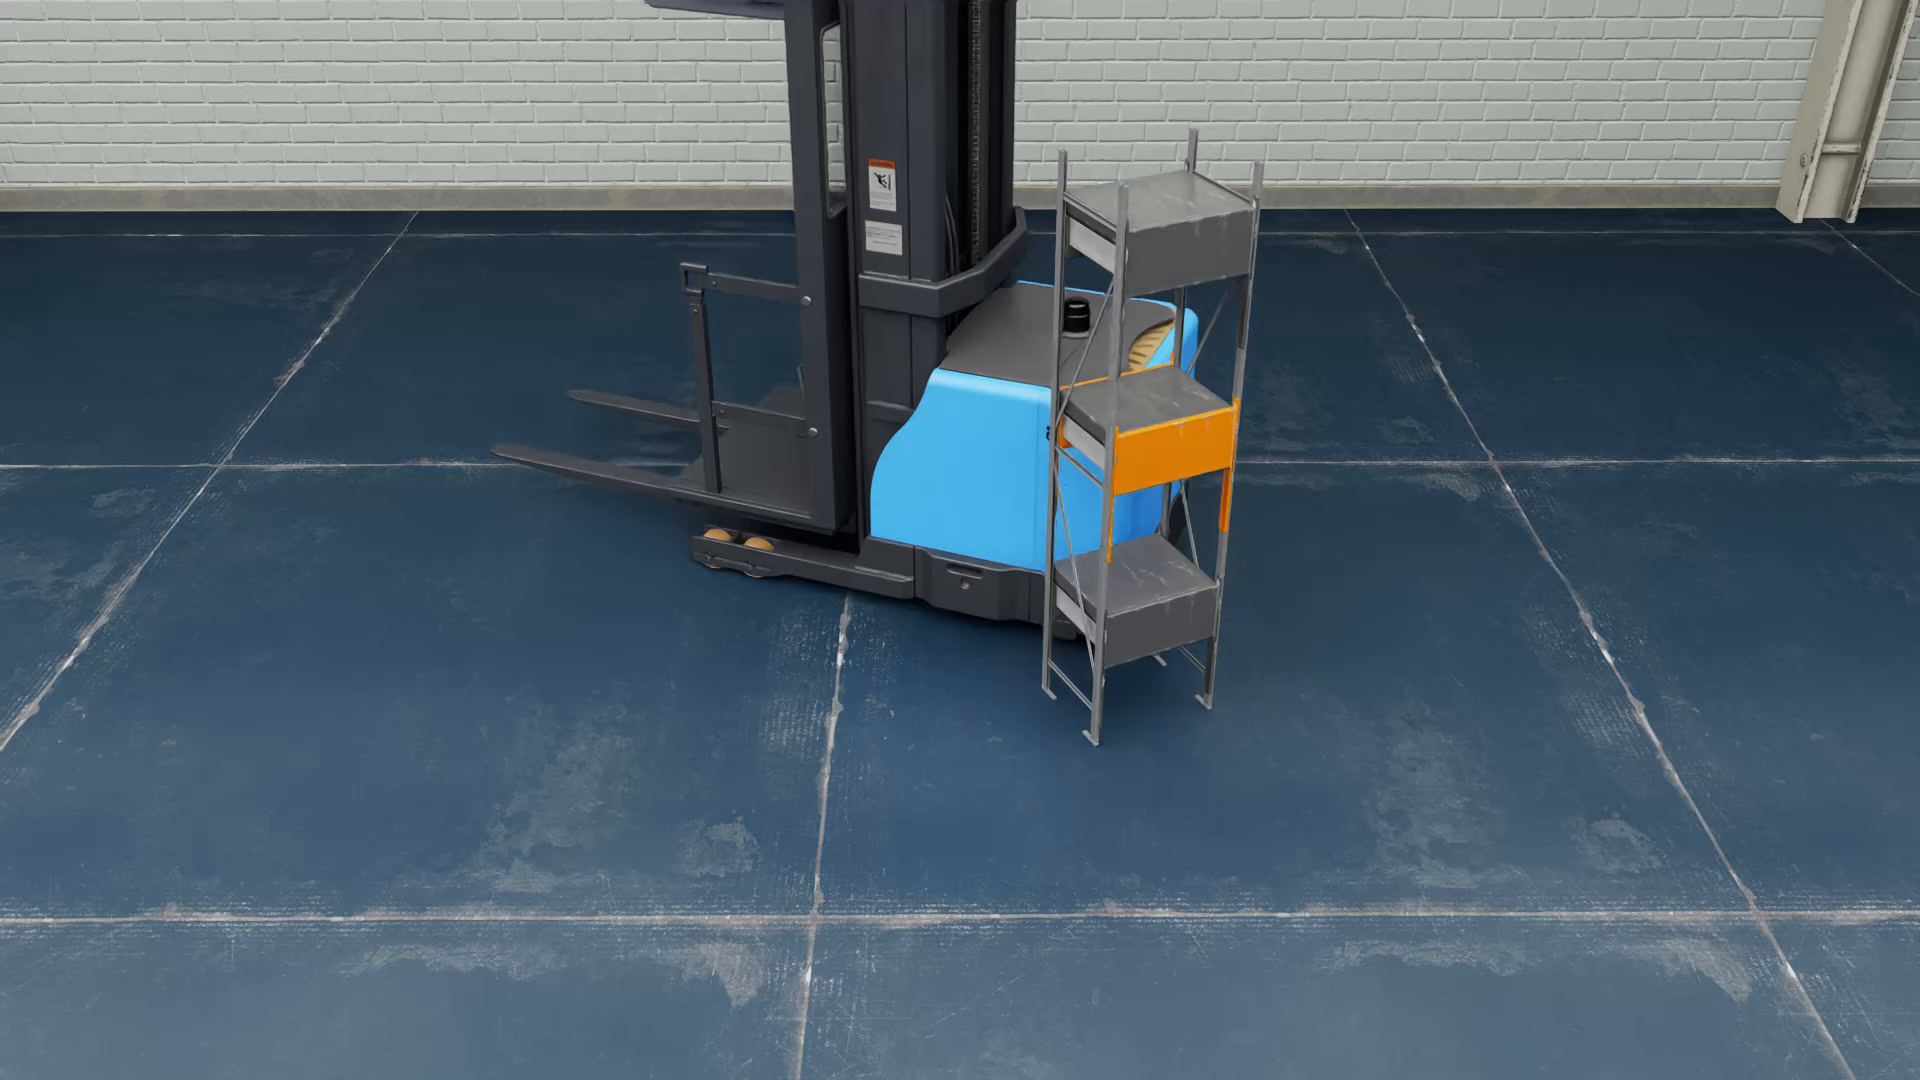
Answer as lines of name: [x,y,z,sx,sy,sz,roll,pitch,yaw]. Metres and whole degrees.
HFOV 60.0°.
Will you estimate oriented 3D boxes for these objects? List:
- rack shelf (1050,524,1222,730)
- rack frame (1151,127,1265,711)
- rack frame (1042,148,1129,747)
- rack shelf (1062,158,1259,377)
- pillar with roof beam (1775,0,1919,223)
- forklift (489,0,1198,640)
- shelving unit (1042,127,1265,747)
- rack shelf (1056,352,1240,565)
rack shelf: [0.624,0.311,6.090,0.480,0.518,0.431,-14,34,-22]
rack frame: [0.843,-0.356,5.812,0.015,2.100,0.400,-14,34,-22]
rack frame: [0.406,-0.243,5.627,0.015,2.100,0.400,-14,34,-22]
rack shelf: [0.624,-0.886,5.364,0.480,0.518,0.431,-14,34,-22]
pillar with roof beam: [5.525,-3.712,4.693,0.400,9.000,9.100,0,31,0]
forklift: [-0.590,-1.336,6.626,3.031,2.935,1.130,12,33,18]
shelving unit: [0.624,-0.300,5.720,0.503,2.100,0.431,-14,34,-22]
rack shelf: [0.624,-0.288,5.727,0.480,0.518,0.431,-14,34,-22]
